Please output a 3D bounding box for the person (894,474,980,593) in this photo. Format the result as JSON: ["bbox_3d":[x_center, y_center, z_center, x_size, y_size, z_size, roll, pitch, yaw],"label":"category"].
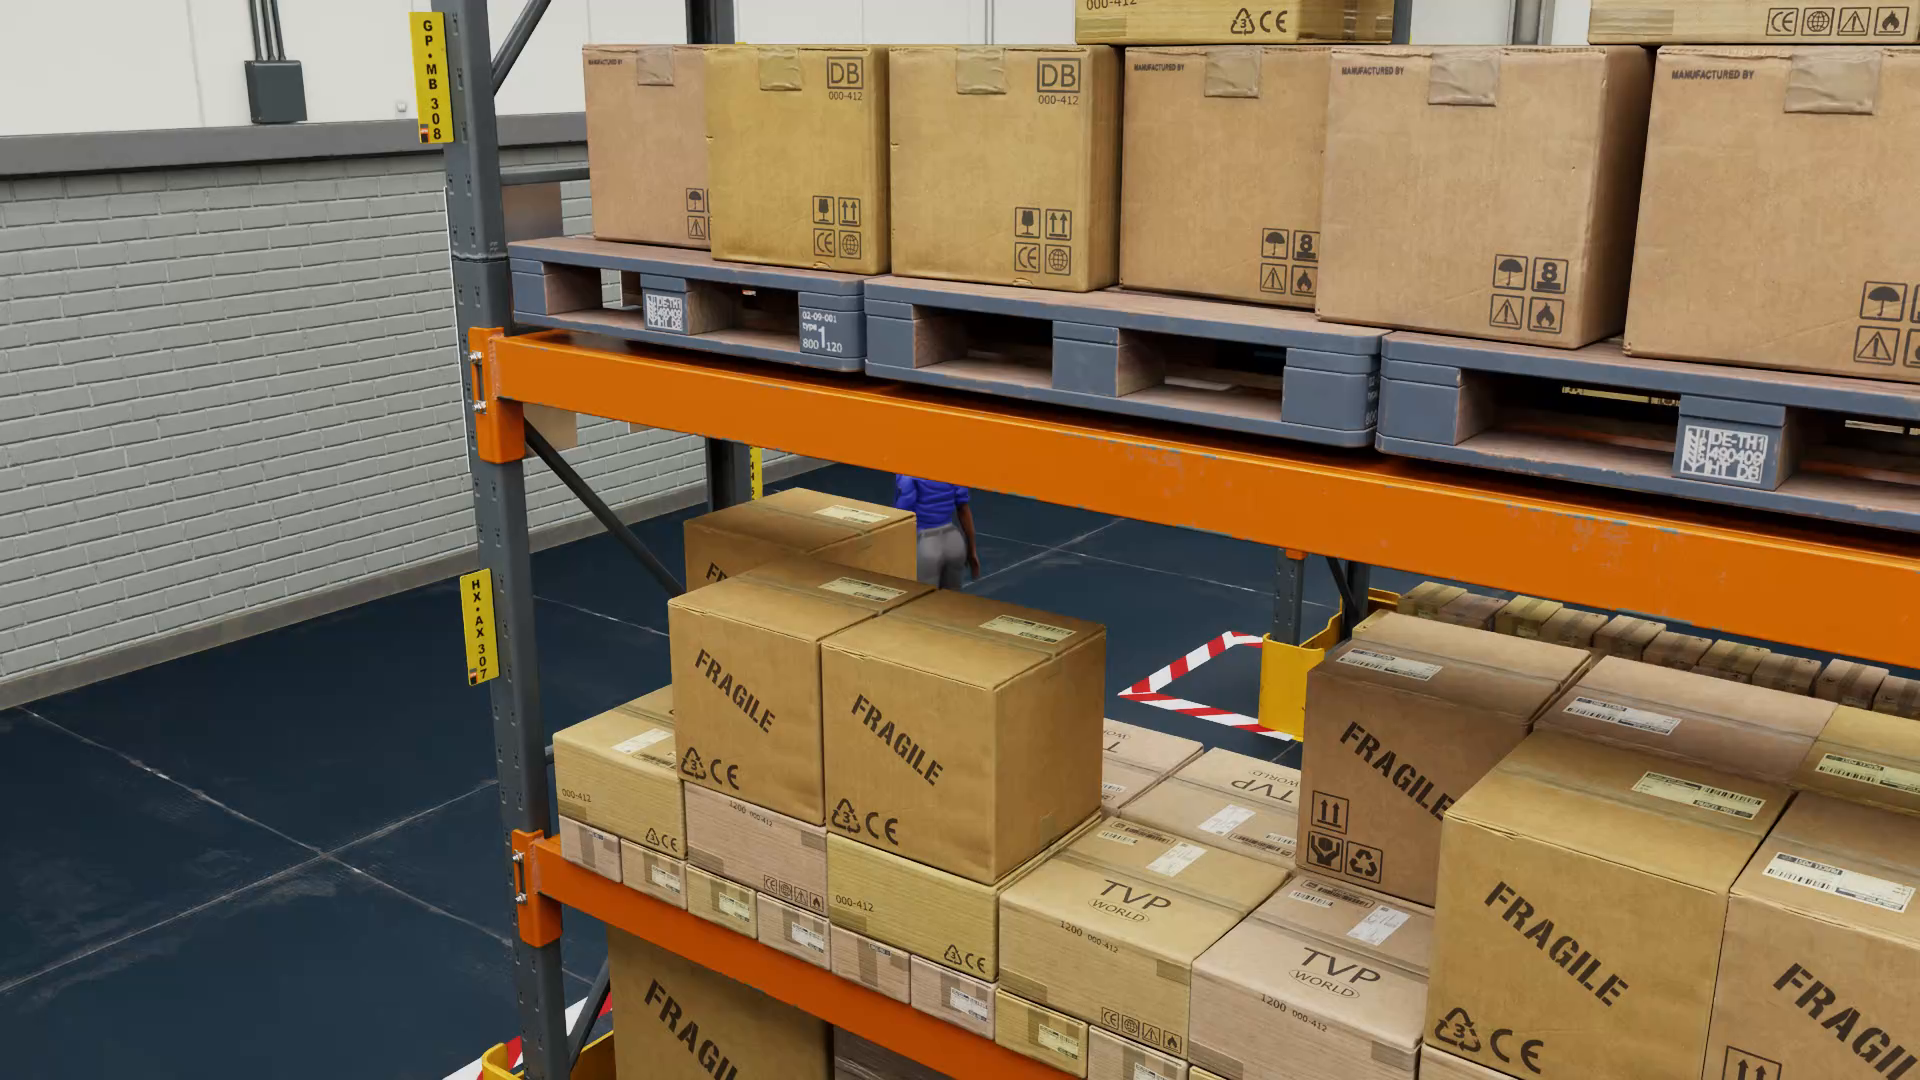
[{"bbox_3d":[-0.182,0.114,9.161,0.662,1.648,0.517,-12,20,-34],"label":"person"}]
